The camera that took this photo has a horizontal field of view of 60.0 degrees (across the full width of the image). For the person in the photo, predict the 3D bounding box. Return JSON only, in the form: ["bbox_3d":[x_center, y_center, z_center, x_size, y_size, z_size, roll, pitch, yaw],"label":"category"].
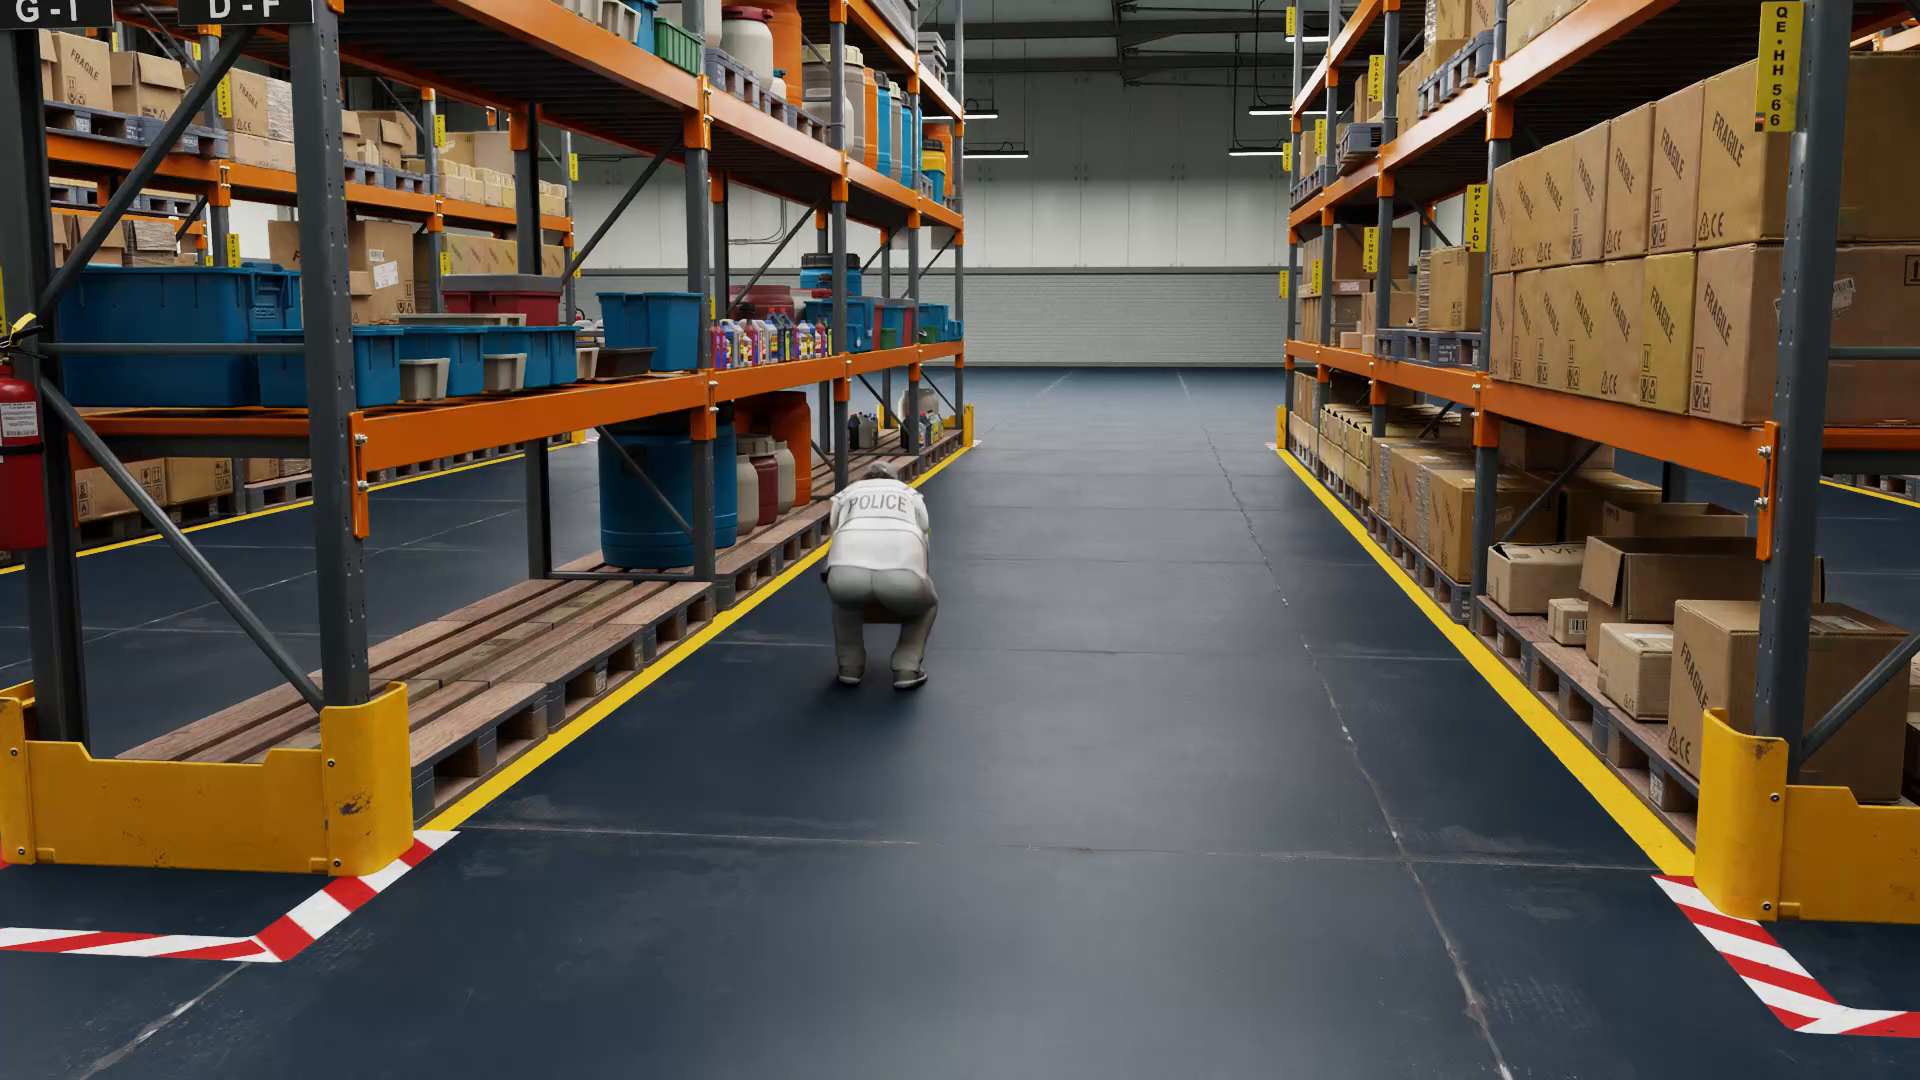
[{"bbox_3d":[-0.349,0.152,7.385,0.496,0.949,0.875,1,8,5],"label":"person"}]
